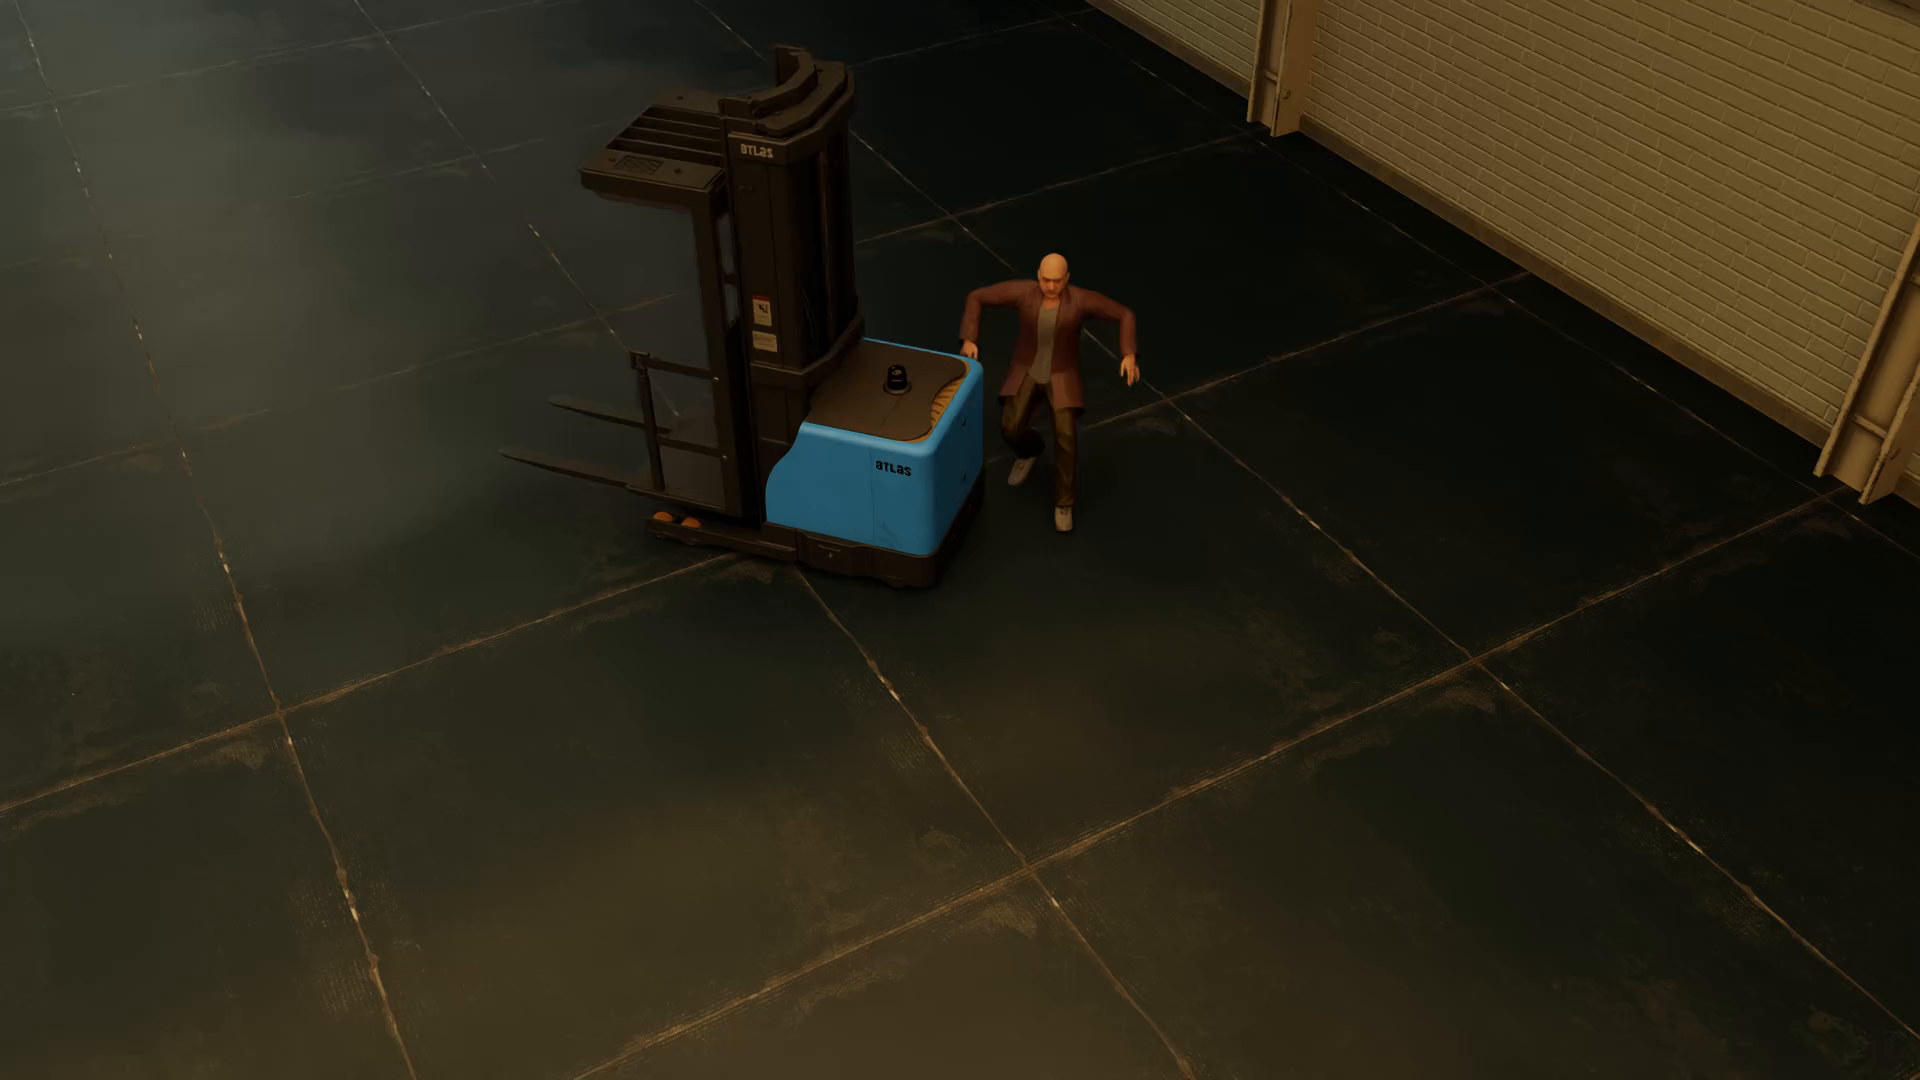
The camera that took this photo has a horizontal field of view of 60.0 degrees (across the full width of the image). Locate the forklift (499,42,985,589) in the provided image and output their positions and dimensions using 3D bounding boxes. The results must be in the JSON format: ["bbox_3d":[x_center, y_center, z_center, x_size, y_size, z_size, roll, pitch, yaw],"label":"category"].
[{"bbox_3d":[-1.419,-1.403,9.727,3.031,2.935,1.130,12,41,15],"label":"forklift"}]

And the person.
[{"bbox_3d":[0.526,-0.916,10.178,1.125,1.612,0.854,8,40,9],"label":"person"}]
